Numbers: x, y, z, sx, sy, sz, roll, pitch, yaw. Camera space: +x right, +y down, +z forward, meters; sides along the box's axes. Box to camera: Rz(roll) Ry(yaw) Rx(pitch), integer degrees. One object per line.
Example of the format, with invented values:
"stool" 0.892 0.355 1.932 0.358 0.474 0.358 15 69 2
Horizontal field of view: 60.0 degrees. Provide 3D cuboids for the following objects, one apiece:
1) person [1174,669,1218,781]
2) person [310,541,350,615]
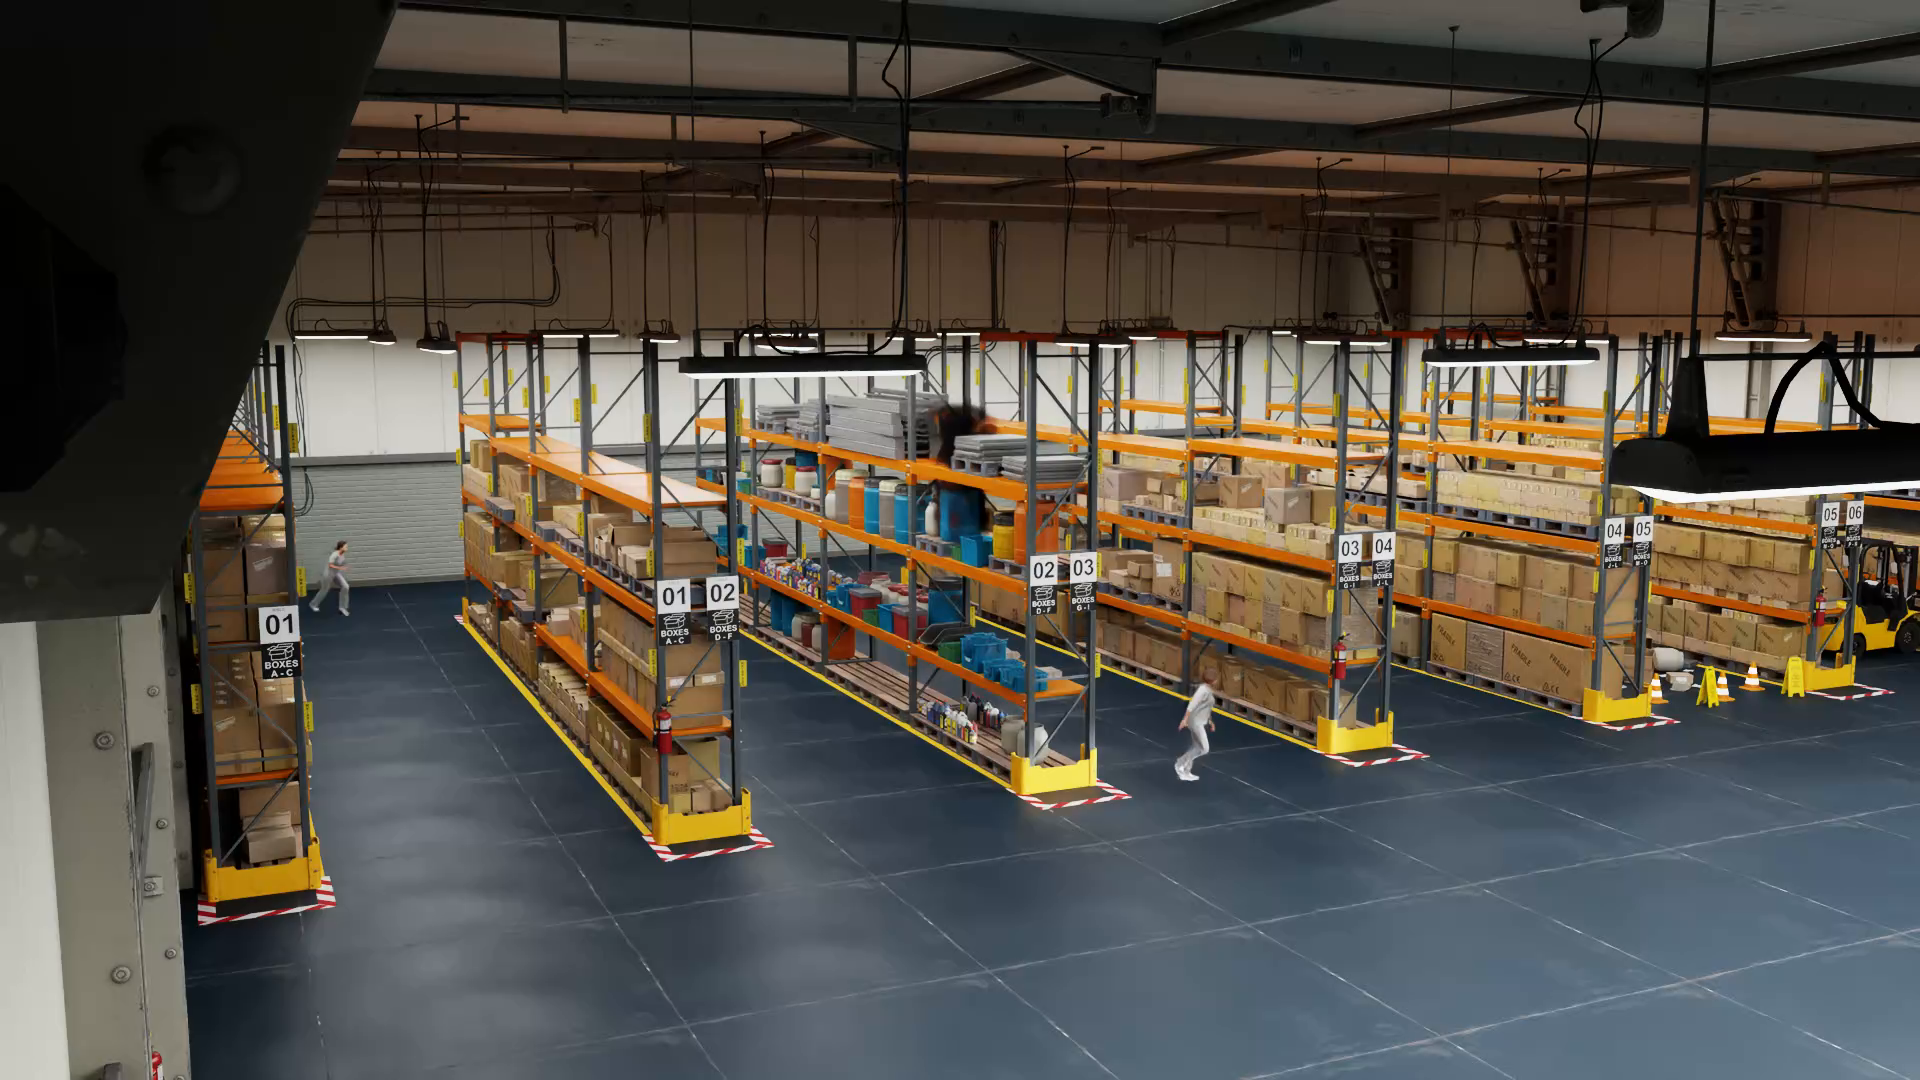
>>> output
"person" 3.226 2.526 22.693 0.552 1.545 0.580 2 8 14
"person" -13.398 0.812 35.339 0.954 1.628 0.604 1 8 7
